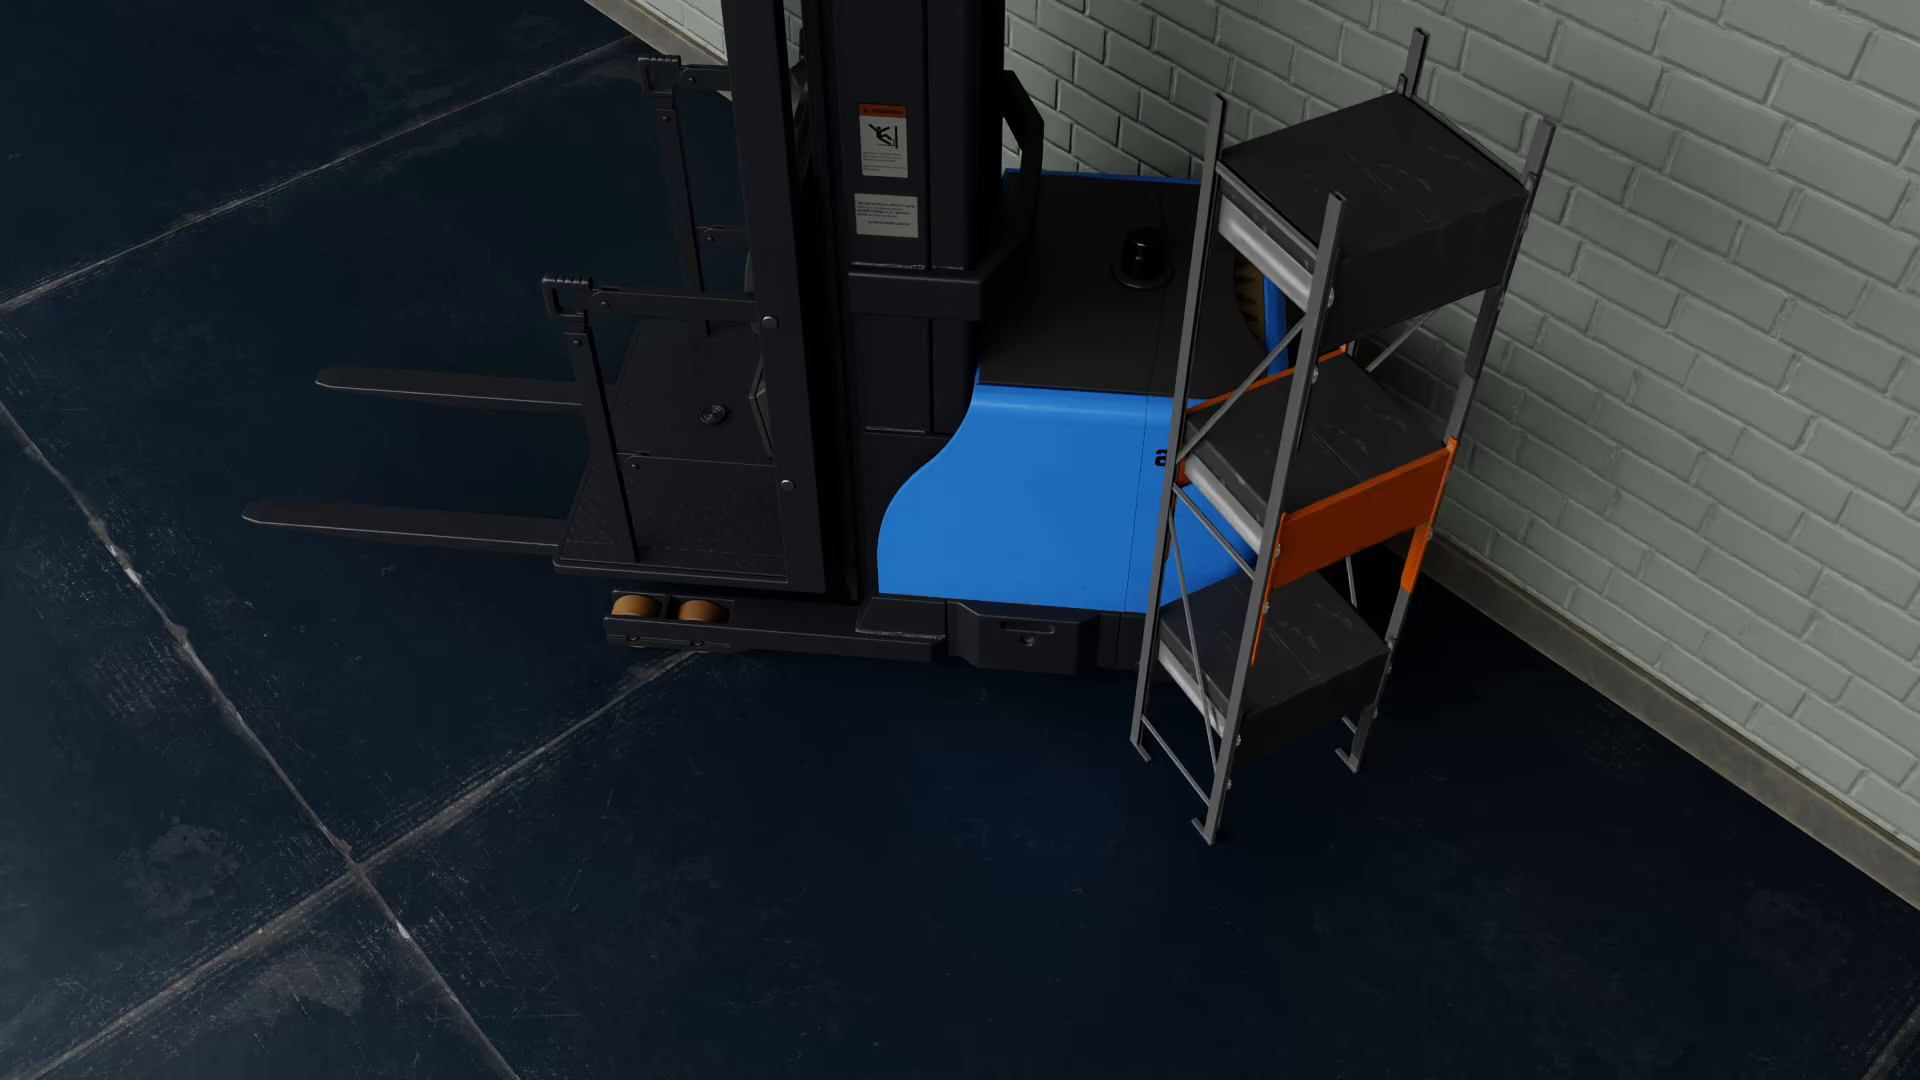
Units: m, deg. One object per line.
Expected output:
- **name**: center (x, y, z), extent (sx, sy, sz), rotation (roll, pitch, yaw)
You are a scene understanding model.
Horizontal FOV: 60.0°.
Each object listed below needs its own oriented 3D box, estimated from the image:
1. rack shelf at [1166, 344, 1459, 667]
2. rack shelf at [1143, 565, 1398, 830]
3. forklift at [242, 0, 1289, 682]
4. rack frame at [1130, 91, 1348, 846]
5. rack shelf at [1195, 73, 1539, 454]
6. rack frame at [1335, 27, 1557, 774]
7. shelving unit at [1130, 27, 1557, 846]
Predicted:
- **rack shelf**: center (0.799, -0.094, 3.926), extent (0.480, 0.518, 0.431), rotation (-22, 51, -19)
- **rack shelf**: center (0.799, 0.381, 4.441), extent (0.480, 0.518, 0.431), rotation (-22, 51, -19)
- **forklift**: center (-0.627, -1.041, 4.217), extent (3.031, 2.935, 1.130), rotation (4, 47, 4)
- **rack frame**: center (0.585, -0.017, 3.837), extent (0.015, 2.100, 0.400), rotation (-22, 51, -19)
- **rack shelf**: center (0.799, -0.569, 3.412), extent (0.480, 0.518, 0.431), rotation (-22, 51, -19)
- **rack frame**: center (1.014, -0.189, 3.996), extent (0.015, 2.100, 0.400), rotation (-22, 51, -19)
- **shelving unit**: center (0.799, -0.103, 3.916), extent (0.503, 2.100, 0.431), rotation (-22, 51, -19)
